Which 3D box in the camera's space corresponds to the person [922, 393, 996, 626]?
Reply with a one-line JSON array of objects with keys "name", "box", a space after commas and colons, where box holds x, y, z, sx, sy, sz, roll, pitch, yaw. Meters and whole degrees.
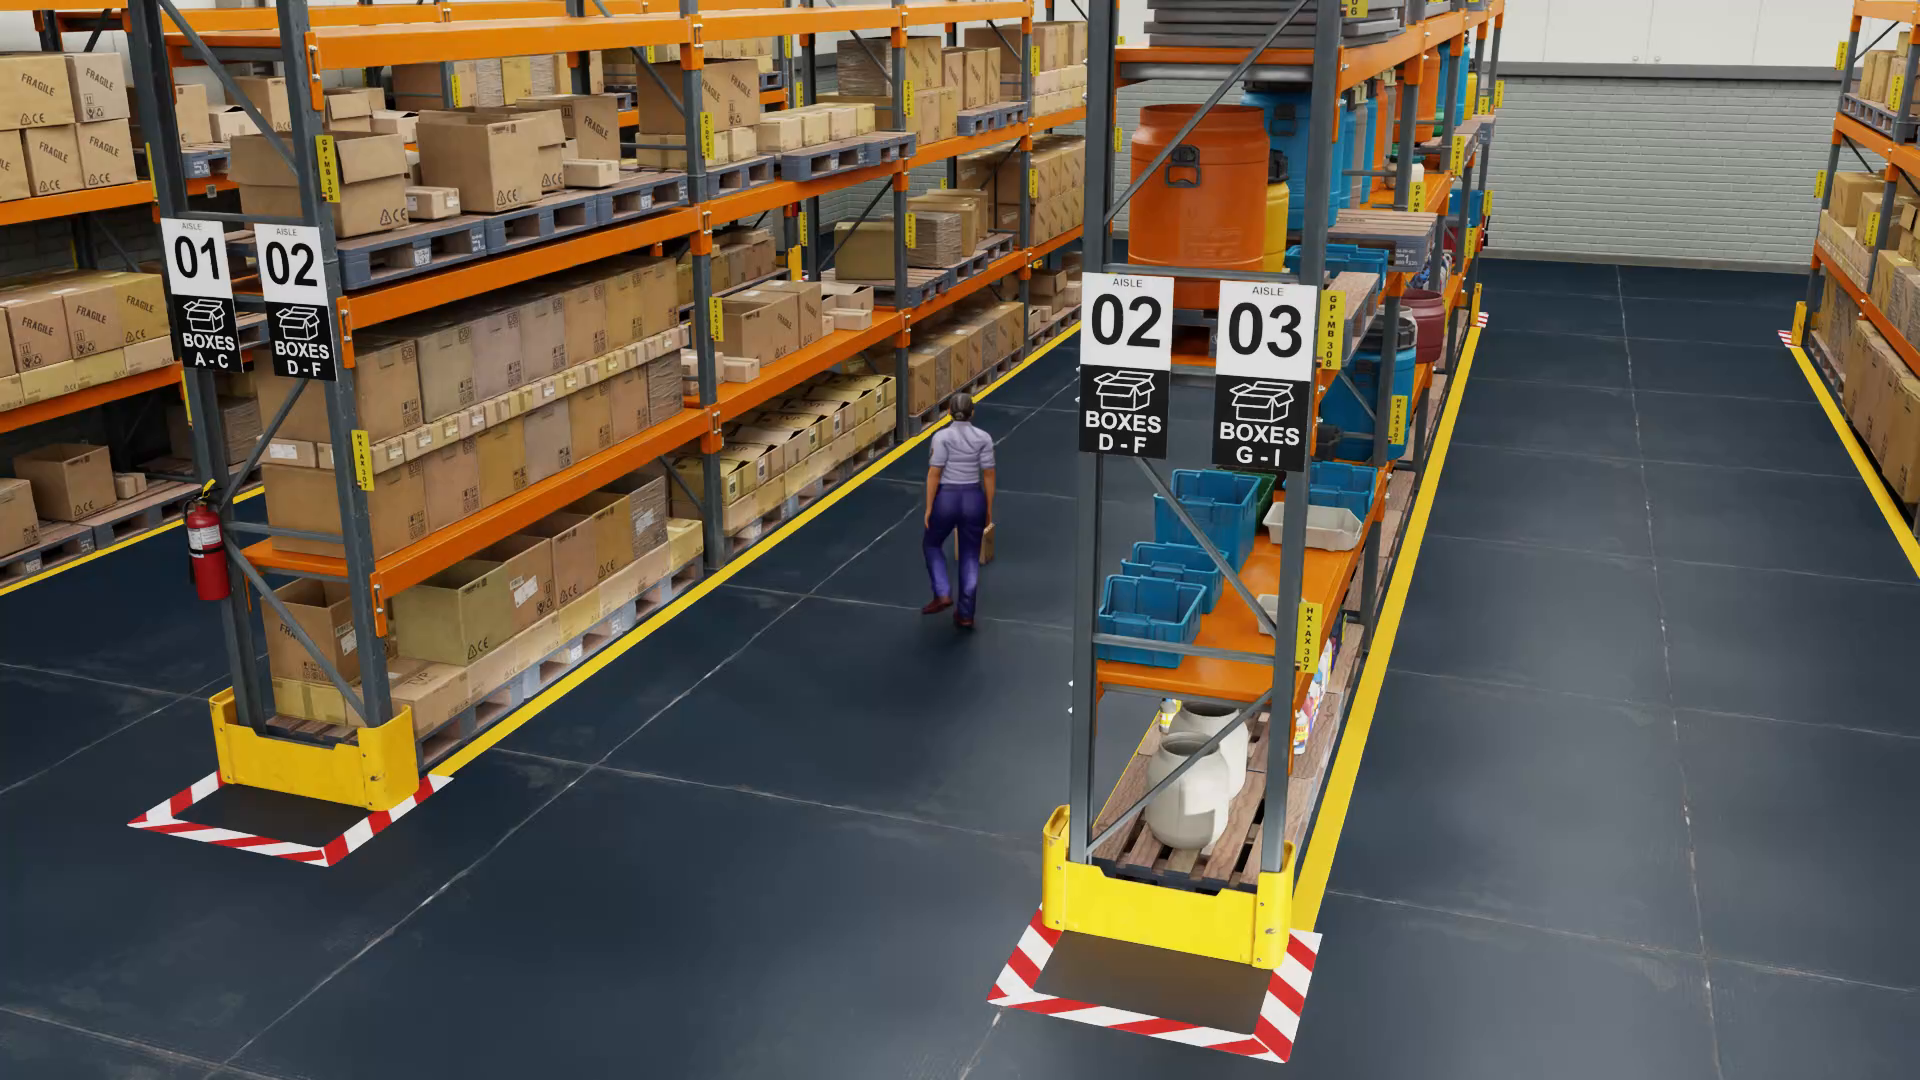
[{"name": "person", "box": [-0.011, -0.217, 11.698, 0.533, 1.639, 0.461, -4, 19, -10]}]
